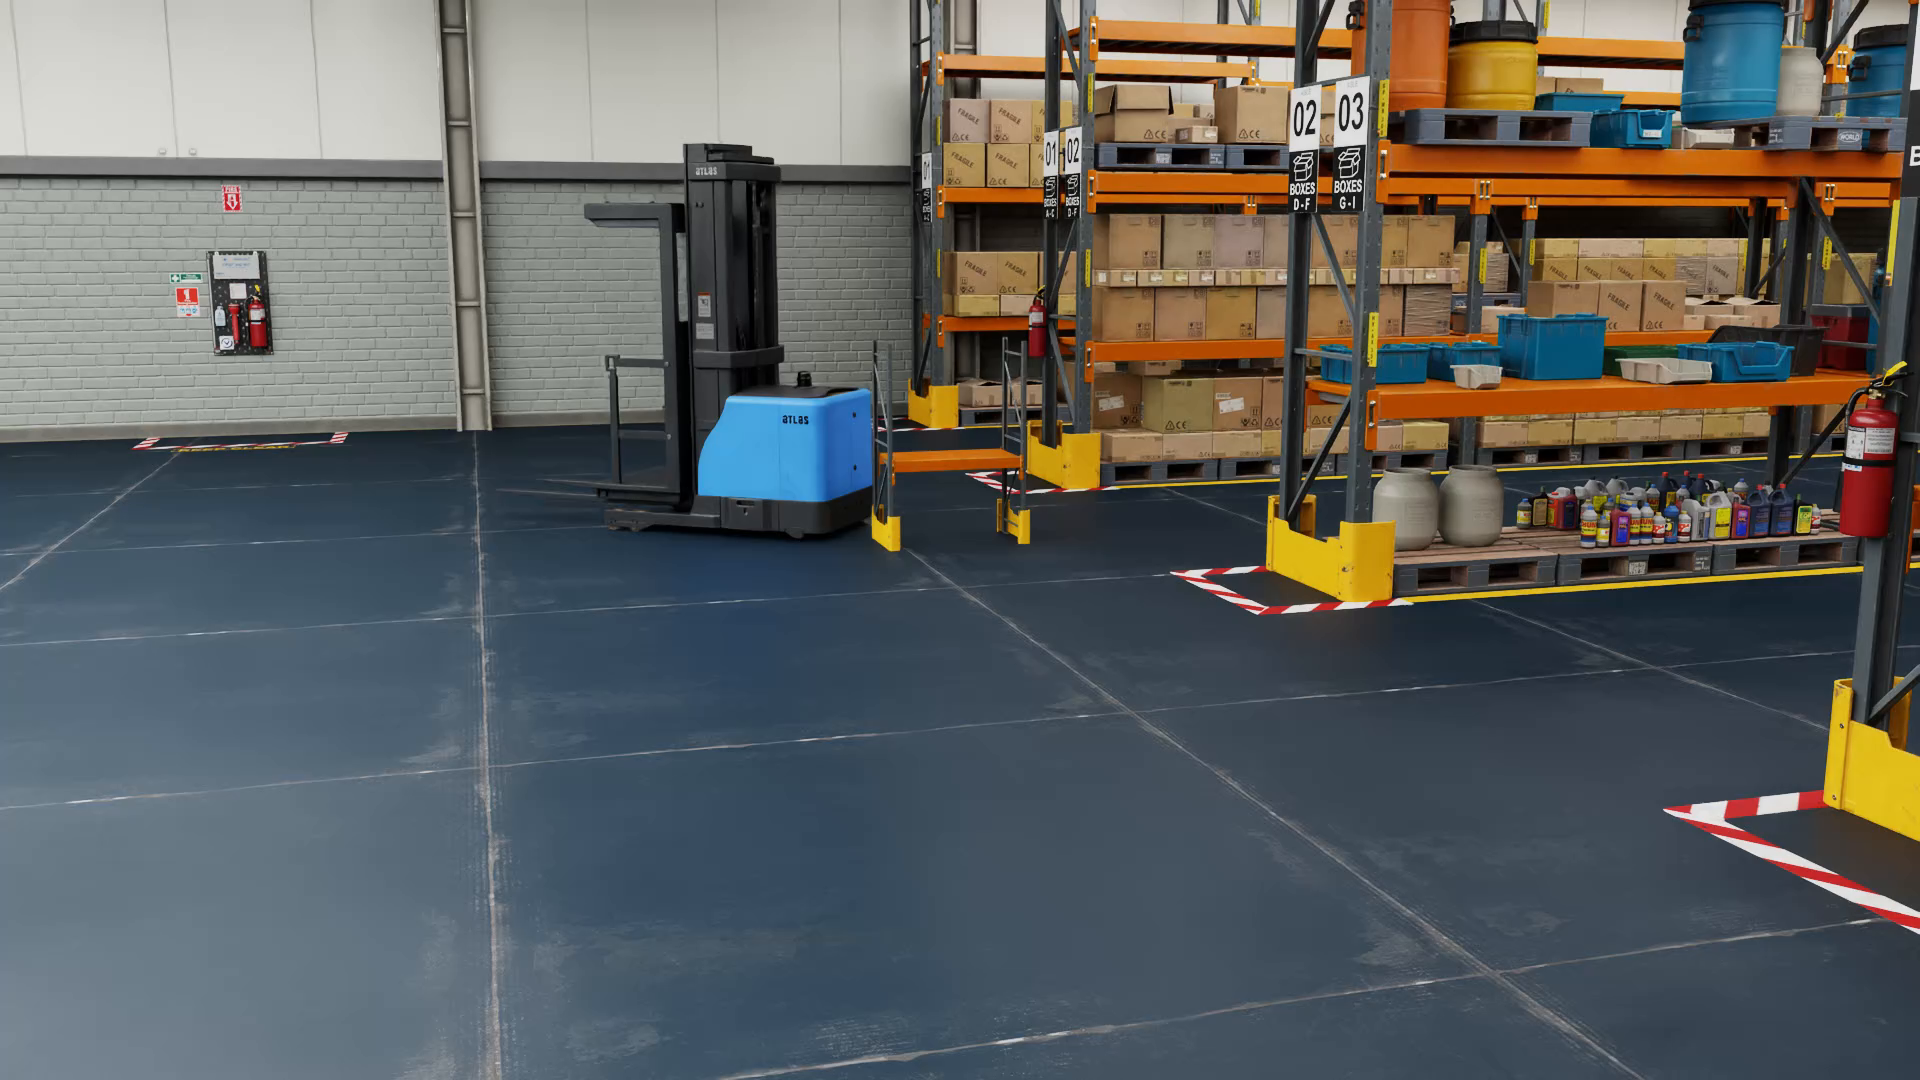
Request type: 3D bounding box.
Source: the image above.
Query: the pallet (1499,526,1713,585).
[{"bbox_3d":[4.375,0.078,11.538,1.213,0.211,1.003,-3,11,-16],"label":"pallet"}]

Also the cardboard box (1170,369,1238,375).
[{"bbox_3d":[2.372,-1.396,16.209,0.500,0.500,0.500,-3,11,-16],"label":"cardboard box"}]

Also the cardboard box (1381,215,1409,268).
[{"bbox_3d":[3.915,-2.881,16.054,0.500,0.500,0.700,-3,11,-16],"label":"cardboard box"}]

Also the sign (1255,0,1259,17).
[{"bbox_3d":[3.570,-6.458,19.972,0.005,0.325,0.100,-3,11,-16],"label":"sign"}]

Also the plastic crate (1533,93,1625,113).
[{"bbox_3d":[4.112,-2.796,11.209,0.575,0.384,0.392,-3,11,-16],"label":"plastic crate"}]

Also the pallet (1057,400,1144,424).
[{"bbox_3d":[1.628,-1.631,20.820,1.213,0.211,1.003,-3,11,-16],"label":"pallet"}]

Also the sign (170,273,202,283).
[{"bbox_3d":[-8.671,-2.933,18.629,0.331,0.109,0.001,-3,11,-16],"label":"sign"}]

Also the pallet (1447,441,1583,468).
[{"bbox_3d":[5.521,-0.916,16.940,1.213,0.211,1.003,-3,11,-16],"label":"pallet"}]

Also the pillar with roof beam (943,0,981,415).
[{"bbox_3d":[1.229,-5.290,16.426,0.400,9.000,9.100,-3,11,-16],"label":"pillar with roof beam"}]

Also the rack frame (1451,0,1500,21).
[{"bbox_3d":[4.824,-5.194,15.905,0.127,3.000,1.000,-3,11,-16],"label":"rack frame"}]

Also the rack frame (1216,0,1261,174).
[{"bbox_3d":[3.436,-6.055,20.582,0.127,3.000,1.000,-3,11,-16],"label":"rack frame"}]

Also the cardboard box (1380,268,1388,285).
[{"bbox_3d":[3.883,-2.521,15.890,0.250,0.149,0.380,-3,11,-16],"label":"cardboard box"}]

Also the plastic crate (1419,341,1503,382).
[{"bbox_3d":[3.387,-1.216,11.277,0.408,0.251,0.499,-3,11,-16],"label":"plastic crate"}]

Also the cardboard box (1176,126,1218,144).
[{"bbox_3d":[2.163,-3.697,15.206,0.250,0.149,0.380,-3,11,-16],"label":"cardboard box"}]

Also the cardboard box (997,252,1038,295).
[{"bbox_3d":[0.615,-3.202,19.943,0.500,0.500,0.500,-3,11,-16],"label":"cardboard box"}]

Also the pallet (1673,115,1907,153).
[{"bbox_3d":[5.540,-2.711,11.225,1.003,0.211,1.213,-3,11,-16],"label":"pallet"}]

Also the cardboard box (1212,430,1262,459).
[{"bbox_3d":[2.520,-0.935,15.775,0.500,0.250,0.500,-3,11,-16],"label":"cardboard box"}]

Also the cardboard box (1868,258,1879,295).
[{"bbox_3d":[10.170,-2.766,17.851,0.500,0.500,0.700,-1,10,-5],"label":"cardboard box"}]

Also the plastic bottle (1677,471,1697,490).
[{"bbox_3d":[5.314,-0.327,12.140,0.185,0.351,0.144,-3,11,-14],"label":"plastic bottle"}]

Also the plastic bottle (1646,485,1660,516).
[{"bbox_3d":[5.002,-0.265,12.019,0.097,0.271,0.097,0,10,0],"label":"plastic bottle"}]

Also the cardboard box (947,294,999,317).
[{"bbox_3d":[0.153,-2.808,19.871,0.500,0.250,0.500,-3,11,-18],"label":"cardboard box"}]

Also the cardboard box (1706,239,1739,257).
[{"bbox_3d":[10.247,-3.991,22.717,0.500,0.250,0.500,-3,11,-15],"label":"cardboard box"}]

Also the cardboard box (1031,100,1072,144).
[{"bbox_3d":[1.018,-4.950,19.770,0.500,0.500,0.500,-3,11,-14],"label":"cardboard box"}]

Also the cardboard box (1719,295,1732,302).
[{"bbox_3d":[10.375,-3.307,22.864,0.250,0.149,0.380,-3,11,-14],"label":"cardboard box"}]

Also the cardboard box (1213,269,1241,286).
[{"bbox_3d":[2.412,-2.444,15.471,0.250,0.149,0.380,-3,11,-18],"label":"cardboard box"}]

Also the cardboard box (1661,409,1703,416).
[{"bbox_3d":[7.248,-1.454,17.046,0.500,0.311,0.500,-3,11,-16],"label":"cardboard box"}]

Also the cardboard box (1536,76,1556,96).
[{"bbox_3d":[5.428,-4.245,16.216,0.500,0.500,0.500,-3,11,-15],"label":"cardboard box"}]

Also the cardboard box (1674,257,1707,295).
[{"bbox_3d":[9.773,-3.596,22.641,0.500,0.500,0.500,-3,11,-16],"label":"cardboard box"}]

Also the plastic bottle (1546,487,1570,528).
[{"bbox_3d":[4.255,-0.234,11.839,0.135,0.276,0.152,-3,11,-16],"label":"plastic bottle"}]

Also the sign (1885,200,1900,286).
[{"bbox_3d":[3.613,-1.141,6.389,0.005,0.325,0.100,-3,11,-16],"label":"sign"}]

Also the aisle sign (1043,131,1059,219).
[{"bbox_3d":[0.839,-3.367,15.372,0.004,0.787,0.394,-3,11,-16],"label":"aisle sign"}]

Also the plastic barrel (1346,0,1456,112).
[{"bbox_3d":[2.796,-3.119,10.575,0.708,0.830,0.600,-3,11,-16],"label":"plastic barrel"}]

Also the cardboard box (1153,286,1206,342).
[{"bbox_3d":[1.939,-2.139,15.605,0.500,0.500,0.700,-3,11,-14],"label":"cardboard box"}]

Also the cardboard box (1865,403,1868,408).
[{"bbox_3d":[9.683,-1.434,17.739,0.500,0.500,0.500,-3,11,-18],"label":"cardboard box"}]

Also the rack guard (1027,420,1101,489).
[{"bbox_3d":[0.961,-0.810,15.568,0.348,0.500,1.175,-3,11,-16],"label":"rack guard"}]

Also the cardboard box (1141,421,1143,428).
[{"bbox_3d":[1.893,-1.001,16.135,0.500,0.250,0.500,-3,11,-16],"label":"cardboard box"}]

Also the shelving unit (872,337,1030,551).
[{"bbox_3d":[-0.073,-0.734,12.390,1.083,1.500,0.587,-3,11,-16],"label":"shelving unit"}]

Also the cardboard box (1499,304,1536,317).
[{"bbox_3d":[5.617,-2.254,16.875,0.258,0.266,0.396,-3,11,-17],"label":"cardboard box"}]

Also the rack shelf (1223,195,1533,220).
[{"bbox_3d":[5.357,-4.327,21.468,4.000,0.370,1.077,-3,11,-16],"label":"rack shelf"}]

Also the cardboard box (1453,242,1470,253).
[{"bbox_3d":[6.649,-3.850,21.891,0.250,0.149,0.380,-5,12,-25],"label":"cardboard box"}]

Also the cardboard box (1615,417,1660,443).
[{"bbox_3d":[6.757,-1.153,16.959,0.500,0.250,0.500,-3,11,-15],"label":"cardboard box"}]

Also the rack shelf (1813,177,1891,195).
[{"bbox_3d":[8.126,-2.605,12.113,4.000,0.370,1.077,-3,11,-16],"label":"rack shelf"}]

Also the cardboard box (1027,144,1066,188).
[{"bbox_3d":[1.010,-4.458,19.859,0.500,0.500,0.500,-2,11,-13],"label":"cardboard box"}]

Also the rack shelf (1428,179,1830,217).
[{"bbox_3d":[6.745,-3.466,16.791,4.000,0.370,1.077,-3,11,-16],"label":"rack shelf"}]

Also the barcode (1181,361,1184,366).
[{"bbox_3d":[2.851,-2.263,21.360,0.075,0.075,0.001,-3,11,-16],"label":"barcode"}]

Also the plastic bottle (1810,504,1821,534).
[{"bbox_3d":[5.944,-0.150,11.589,0.097,0.201,0.097,0,10,0],"label":"plastic bottle"}]

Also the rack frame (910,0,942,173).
[{"bbox_3d":[-0.404,-5.852,19.482,0.127,3.000,1.000,-3,11,-16],"label":"rack frame"}]

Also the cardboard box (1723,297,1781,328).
[{"bbox_3d":[8.304,-2.391,17.497,0.500,0.311,0.500,-2,11,-12],"label":"cardboard box"}]

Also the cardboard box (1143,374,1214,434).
[{"bbox_3d":[2.040,-1.278,15.568,0.500,0.500,0.500,-3,11,-16],"label":"cardboard box"}]

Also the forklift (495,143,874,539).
[{"bbox_3d":[-2.248,-1.592,13.101,3.031,2.935,1.130,4,11,20],"label":"forklift"}]

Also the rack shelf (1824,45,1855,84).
[{"bbox_3d":[10.585,-4.947,17.656,4.000,0.370,1.077,-3,11,-16],"label":"rack shelf"}]

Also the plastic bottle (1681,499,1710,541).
[{"bbox_3d":[5.016,-0.143,11.345,0.135,0.276,0.152,-3,11,-15],"label":"plastic bottle"}]

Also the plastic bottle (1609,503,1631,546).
[{"bbox_3d":[4.415,-0.106,11.125,0.133,0.283,0.061,-3,11,-15],"label":"plastic bottle"}]
